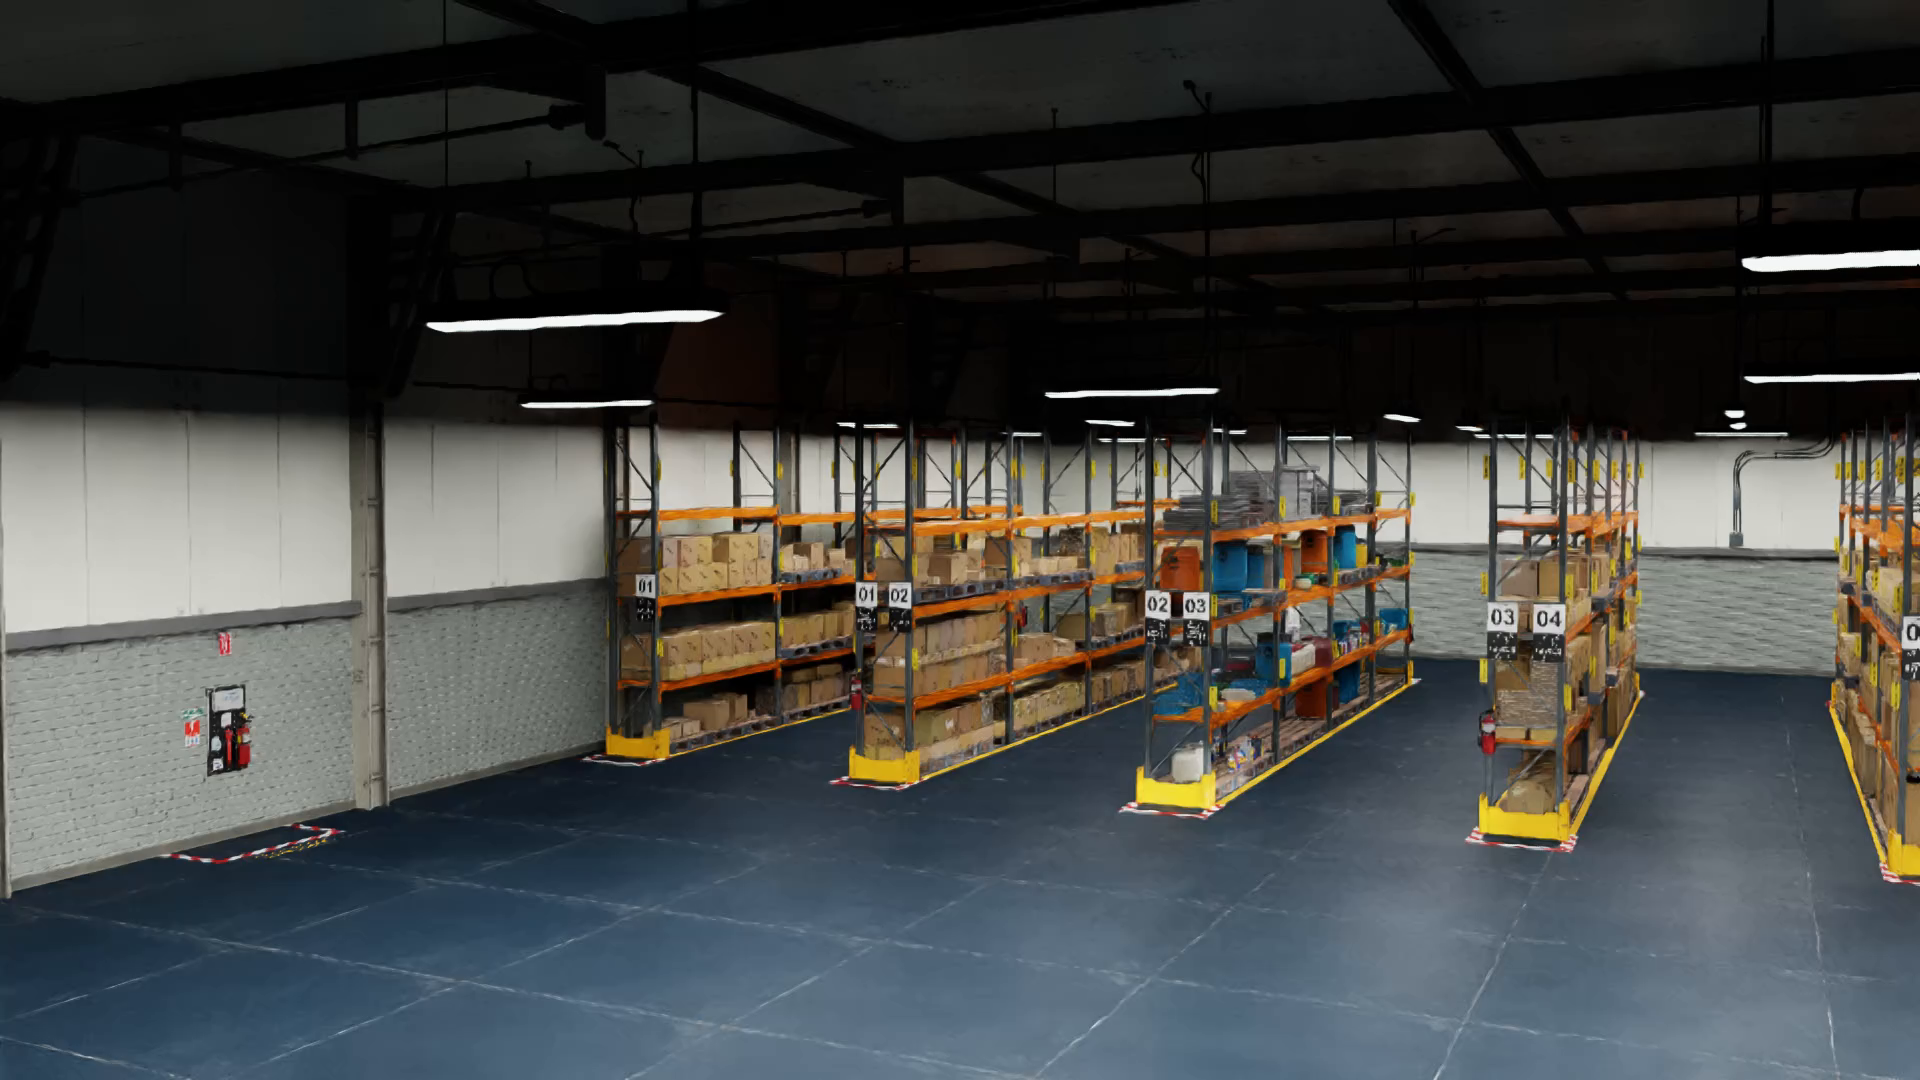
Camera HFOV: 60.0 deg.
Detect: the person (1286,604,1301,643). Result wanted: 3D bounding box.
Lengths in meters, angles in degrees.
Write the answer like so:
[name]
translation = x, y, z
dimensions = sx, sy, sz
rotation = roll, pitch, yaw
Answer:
[person]
translation = 8.562, 2.290, 43.402
dimensions = 0.727, 1.774, 0.531
rotation = -1, 2, -14
